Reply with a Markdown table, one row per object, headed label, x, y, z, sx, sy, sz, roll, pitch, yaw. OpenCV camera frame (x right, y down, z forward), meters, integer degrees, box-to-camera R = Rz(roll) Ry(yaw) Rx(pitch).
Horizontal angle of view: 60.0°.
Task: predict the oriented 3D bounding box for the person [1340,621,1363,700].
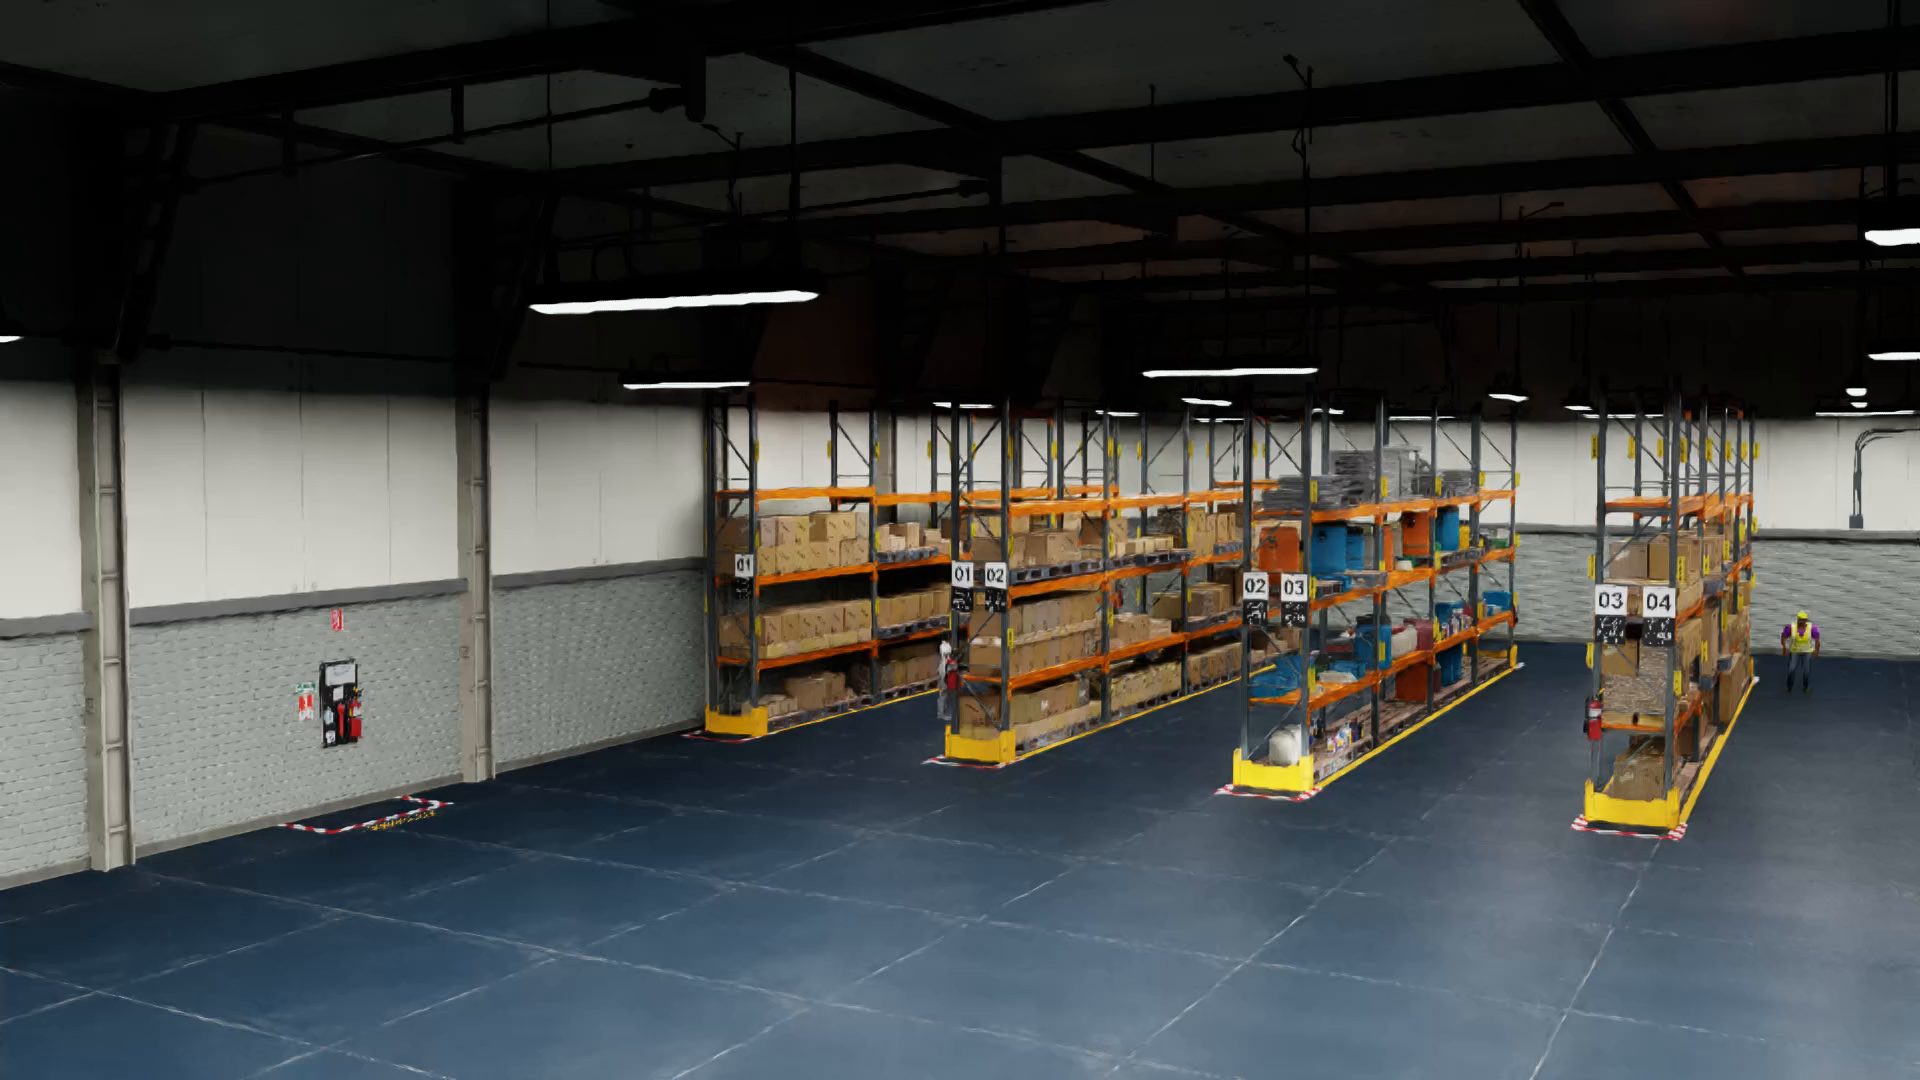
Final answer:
| label | x | y | z | sx | sy | sz | roll | pitch | yaw |
| --- | --- | --- | --- | --- | --- | --- | --- | --- | --- |
| person | 7.844 | 2.405 | 33.316 | 0.626 | 1.610 | 0.578 | 2 | 3 | 27 |

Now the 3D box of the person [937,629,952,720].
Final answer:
| label | x | y | z | sx | sy | sz | roll | pitch | yaw |
| --- | --- | --- | --- | --- | --- | --- | --- | --- | --- |
| person | -0.221 | 2.481 | 30.940 | 0.416 | 1.677 | 0.537 | 0 | 3 | -1 |

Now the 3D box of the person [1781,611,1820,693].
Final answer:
| label | x | y | z | sx | sy | sz | roll | pitch | yaw |
| --- | --- | --- | --- | --- | --- | --- | --- | --- | --- |
| person | 17.284 | 2.306 | 34.204 | 0.719 | 1.714 | 0.578 | 2 | 3 | 27 |
